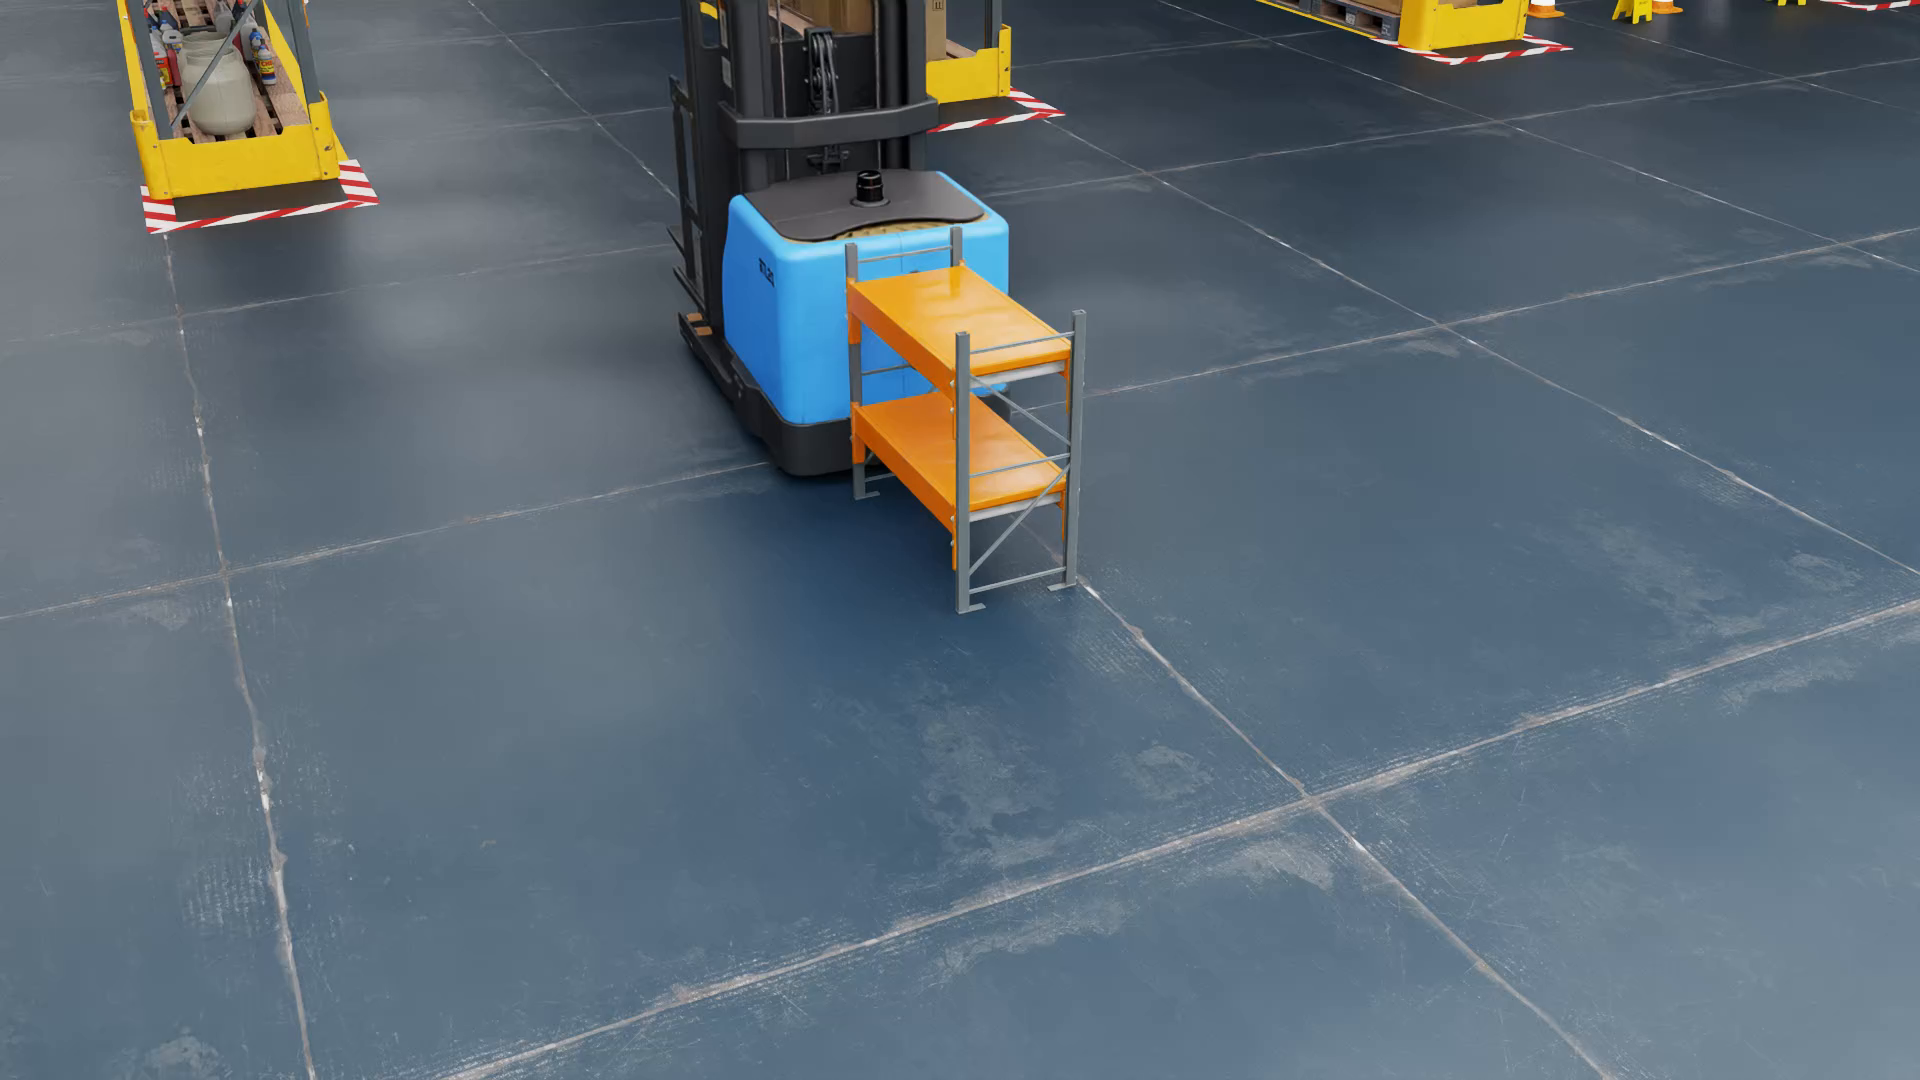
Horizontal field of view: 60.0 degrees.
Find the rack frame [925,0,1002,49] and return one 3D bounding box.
[{"bbox_3d":[-0.157,-4.685,12.038,1.000,3.000,0.127,-13,32,-22],"label":"rack frame"}]

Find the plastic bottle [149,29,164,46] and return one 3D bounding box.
[{"bbox_3d":[-6.033,-3.652,12.454,0.144,0.351,0.185,-12,31,-20],"label":"plastic bottle"}]

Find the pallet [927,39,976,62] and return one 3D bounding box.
[{"bbox_3d":[-0.507,-3.869,13.433,1.003,0.211,1.213,-13,32,-22],"label":"pallet"}]

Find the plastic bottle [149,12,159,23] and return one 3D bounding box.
[{"bbox_3d":[-6.444,-4.046,13.234,0.152,0.276,0.135,-12,31,-20],"label":"plastic bottle"}]

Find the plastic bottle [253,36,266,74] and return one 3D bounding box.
[{"bbox_3d":[-5.275,-3.665,12.558,0.097,0.271,0.097,0,29,0],"label":"plastic bottle"}]

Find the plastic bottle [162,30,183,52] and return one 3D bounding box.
[{"bbox_3d":[-5.990,-3.743,12.694,0.152,0.276,0.135,-13,32,-22],"label":"plastic bottle"}]

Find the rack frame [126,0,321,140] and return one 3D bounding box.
[{"bbox_3d":[-4.631,-3.645,10.184,1.000,3.000,0.127,-13,32,-22],"label":"rack frame"}]

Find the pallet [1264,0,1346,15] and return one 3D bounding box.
[{"bbox_3d":[3.432,-5.341,16.058,1.003,0.211,1.213,-13,32,-22],"label":"pallet"}]

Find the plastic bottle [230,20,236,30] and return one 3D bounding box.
[{"bbox_3d":[-5.672,-3.935,13.028,0.061,0.283,0.133,-13,32,-22],"label":"plastic bottle"}]

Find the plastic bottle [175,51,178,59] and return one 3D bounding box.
[{"bbox_3d":[-5.854,-3.549,12.423,0.097,0.201,0.097,0,29,0],"label":"plastic bottle"}]

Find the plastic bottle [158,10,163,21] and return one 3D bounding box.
[{"bbox_3d":[-6.348,-4.072,13.272,0.061,0.283,0.133,-13,32,-22],"label":"plastic bottle"}]

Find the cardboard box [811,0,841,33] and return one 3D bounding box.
[{"bbox_3d":[-0.950,-4.595,14.003,0.500,0.500,0.500,-10,31,-17],"label":"cardboard box"}]

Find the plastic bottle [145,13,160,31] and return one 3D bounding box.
[{"bbox_3d":[-6.295,-3.922,12.935,0.144,0.351,0.185,-15,32,-24],"label":"plastic bottle"}]

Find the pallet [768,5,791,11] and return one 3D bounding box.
[{"bbox_3d":[-1.554,-4.947,15.356,1.003,0.211,1.213,-13,32,-22],"label":"pallet"}]

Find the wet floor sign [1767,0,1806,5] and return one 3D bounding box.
[{"bbox_3d":[7.908,-5.430,15.775,0.267,0.644,0.232,-3,29,-5],"label":"wet floor sign"}]

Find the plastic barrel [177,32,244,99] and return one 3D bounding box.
[{"bbox_3d":[-5.198,-3.239,11.574,0.421,0.512,0.421,0,29,0],"label":"plastic barrel"}]

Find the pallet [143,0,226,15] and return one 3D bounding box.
[{"bbox_3d":[-7.248,-5.074,15.583,1.003,0.211,1.213,-13,32,-22],"label":"pallet"}]

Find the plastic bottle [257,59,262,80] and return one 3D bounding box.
[{"bbox_3d":[-5.172,-3.529,12.387,0.097,0.201,0.097,0,29,0],"label":"plastic bottle"}]

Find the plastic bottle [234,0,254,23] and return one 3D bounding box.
[{"bbox_3d":[-5.729,-4.140,13.324,0.144,0.351,0.185,-15,32,-24],"label":"plastic bottle"}]

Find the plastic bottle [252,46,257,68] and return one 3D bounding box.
[{"bbox_3d":[-5.360,-3.722,12.732,0.097,0.201,0.097,0,29,0],"label":"plastic bottle"}]

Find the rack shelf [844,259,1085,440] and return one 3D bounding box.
[{"bbox_3d":[-0.003,-0.749,6.337,0.538,0.278,1.000,-13,32,-22],"label":"rack shelf"}]

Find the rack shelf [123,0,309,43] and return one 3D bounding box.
[{"bbox_3d":[-5.489,-4.215,11.935,1.077,0.370,4.000,-13,32,-22],"label":"rack shelf"}]

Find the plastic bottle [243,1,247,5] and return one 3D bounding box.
[{"bbox_3d":[-5.844,-4.276,13.636,0.061,0.283,0.133,-11,31,-20],"label":"plastic bottle"}]

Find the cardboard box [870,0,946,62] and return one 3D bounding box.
[{"bbox_3d":[-0.410,-4.057,13.045,0.500,0.500,0.500,-7,30,-13],"label":"cardboard box"}]

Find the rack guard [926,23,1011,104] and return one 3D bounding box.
[{"bbox_3d":[-0.190,-3.628,12.710,1.175,0.500,0.348,-13,32,-22],"label":"rack guard"}]

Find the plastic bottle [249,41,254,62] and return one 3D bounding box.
[{"bbox_3d":[-5.449,-3.813,12.894,0.097,0.201,0.097,0,29,0],"label":"plastic bottle"}]

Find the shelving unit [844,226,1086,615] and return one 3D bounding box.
[{"bbox_3d":[-0.003,-0.494,6.480,0.538,1.125,1.048,-13,32,-22],"label":"shelving unit"}]

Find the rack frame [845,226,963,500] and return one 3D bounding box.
[{"bbox_3d":[-0.221,-0.718,6.881,0.500,1.125,0.032,-13,32,-22],"label":"rack frame"}]

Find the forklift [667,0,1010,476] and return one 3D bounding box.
[{"bbox_3d":[-0.794,-2.254,7.773,1.130,2.935,3.031,-11,31,-19],"label":"forklift"}]

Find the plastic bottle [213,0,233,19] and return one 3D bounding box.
[{"bbox_3d":[-5.941,-4.194,13.422,0.144,0.351,0.185,-13,32,-22],"label":"plastic bottle"}]

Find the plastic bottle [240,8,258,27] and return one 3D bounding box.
[{"bbox_3d":[-5.590,-3.997,13.070,0.144,0.351,0.185,-13,32,-22],"label":"plastic bottle"}]

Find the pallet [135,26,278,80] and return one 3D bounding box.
[{"bbox_3d":[-6.097,-3.890,13.472,1.003,0.211,1.213,-13,32,-22],"label":"pallet"}]

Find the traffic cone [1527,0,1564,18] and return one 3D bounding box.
[{"bbox_3d":[5.420,-5.108,15.386,0.336,0.463,0.334,-13,32,-22],"label":"traffic cone"}]

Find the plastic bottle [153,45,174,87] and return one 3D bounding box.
[{"bbox_3d":[-5.899,-3.485,12.234,0.152,0.276,0.135,-13,32,-22],"label":"plastic bottle"}]

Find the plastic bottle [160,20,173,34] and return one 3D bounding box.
[{"bbox_3d":[-6.205,-3.932,13.034,0.097,0.271,0.097,0,29,0],"label":"plastic bottle"}]

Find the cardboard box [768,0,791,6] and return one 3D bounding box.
[{"bbox_3d":[-1.486,-5.108,14.920,0.500,0.500,0.500,-3,29,-6],"label":"cardboard box"}]

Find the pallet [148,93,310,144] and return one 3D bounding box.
[{"bbox_3d":[-5.050,-2.813,11.550,1.003,0.211,1.213,-13,32,-22],"label":"pallet"}]
